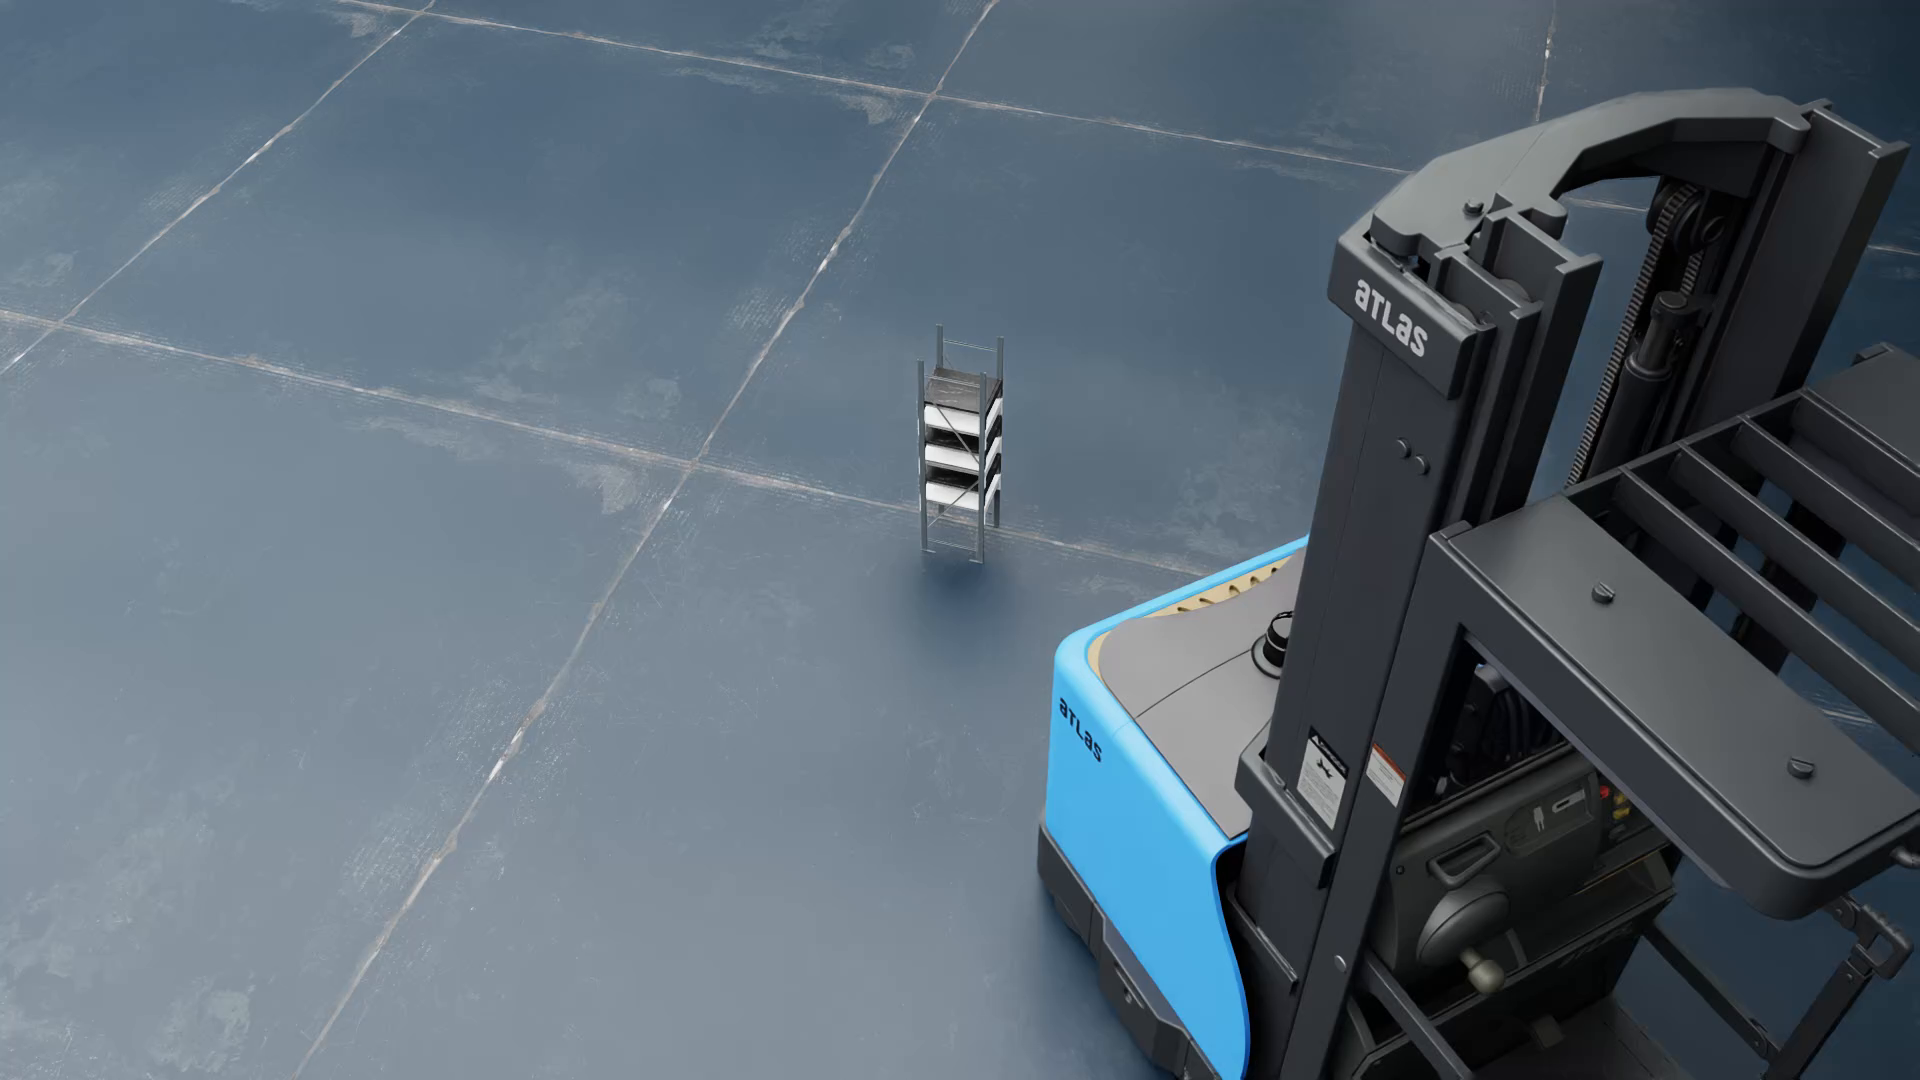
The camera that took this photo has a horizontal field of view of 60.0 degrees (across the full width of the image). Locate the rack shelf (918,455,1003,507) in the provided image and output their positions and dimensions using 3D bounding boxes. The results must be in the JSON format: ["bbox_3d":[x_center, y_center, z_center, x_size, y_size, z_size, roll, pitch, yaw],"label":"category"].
[{"bbox_3d":[0.002,-0.239,6.027,0.258,0.077,0.200,13,46,12],"label":"rack shelf"}]

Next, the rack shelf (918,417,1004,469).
[{"bbox_3d":[0.002,-0.368,5.901,0.258,0.077,0.200,13,46,12],"label":"rack shelf"}]

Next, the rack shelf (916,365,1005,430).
[{"bbox_3d":[0.002,-0.496,5.775,0.258,0.077,0.200,13,46,12],"label":"rack shelf"}]

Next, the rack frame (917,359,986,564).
[{"bbox_3d":[-0.028,-0.259,5.872,0.240,0.900,0.006,13,46,12],"label":"rack frame"}]

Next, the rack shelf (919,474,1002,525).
[{"bbox_3d":[0.002,-0.175,6.090,0.258,0.077,0.200,13,46,12],"label":"rack shelf"}]

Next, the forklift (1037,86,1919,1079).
[{"bbox_3d":[1.383,0.733,3.405,1.130,2.935,3.031,-21,48,-20],"label":"forklift"}]

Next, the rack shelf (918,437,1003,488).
[{"bbox_3d":[0.002,-0.303,5.964,0.258,0.077,0.200,13,46,12],"label":"rack shelf"}]

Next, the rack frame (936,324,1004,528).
[{"bbox_3d":[0.033,-0.395,6.010,0.240,0.900,0.006,13,46,12],"label":"rack frame"}]

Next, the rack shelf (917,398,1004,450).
[{"bbox_3d":[0.002,-0.432,5.838,0.258,0.077,0.200,13,46,12],"label":"rack shelf"}]

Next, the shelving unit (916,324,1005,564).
[{"bbox_3d":[0.002,-0.327,5.941,0.258,0.900,0.210,13,46,12],"label":"shelving unit"}]
